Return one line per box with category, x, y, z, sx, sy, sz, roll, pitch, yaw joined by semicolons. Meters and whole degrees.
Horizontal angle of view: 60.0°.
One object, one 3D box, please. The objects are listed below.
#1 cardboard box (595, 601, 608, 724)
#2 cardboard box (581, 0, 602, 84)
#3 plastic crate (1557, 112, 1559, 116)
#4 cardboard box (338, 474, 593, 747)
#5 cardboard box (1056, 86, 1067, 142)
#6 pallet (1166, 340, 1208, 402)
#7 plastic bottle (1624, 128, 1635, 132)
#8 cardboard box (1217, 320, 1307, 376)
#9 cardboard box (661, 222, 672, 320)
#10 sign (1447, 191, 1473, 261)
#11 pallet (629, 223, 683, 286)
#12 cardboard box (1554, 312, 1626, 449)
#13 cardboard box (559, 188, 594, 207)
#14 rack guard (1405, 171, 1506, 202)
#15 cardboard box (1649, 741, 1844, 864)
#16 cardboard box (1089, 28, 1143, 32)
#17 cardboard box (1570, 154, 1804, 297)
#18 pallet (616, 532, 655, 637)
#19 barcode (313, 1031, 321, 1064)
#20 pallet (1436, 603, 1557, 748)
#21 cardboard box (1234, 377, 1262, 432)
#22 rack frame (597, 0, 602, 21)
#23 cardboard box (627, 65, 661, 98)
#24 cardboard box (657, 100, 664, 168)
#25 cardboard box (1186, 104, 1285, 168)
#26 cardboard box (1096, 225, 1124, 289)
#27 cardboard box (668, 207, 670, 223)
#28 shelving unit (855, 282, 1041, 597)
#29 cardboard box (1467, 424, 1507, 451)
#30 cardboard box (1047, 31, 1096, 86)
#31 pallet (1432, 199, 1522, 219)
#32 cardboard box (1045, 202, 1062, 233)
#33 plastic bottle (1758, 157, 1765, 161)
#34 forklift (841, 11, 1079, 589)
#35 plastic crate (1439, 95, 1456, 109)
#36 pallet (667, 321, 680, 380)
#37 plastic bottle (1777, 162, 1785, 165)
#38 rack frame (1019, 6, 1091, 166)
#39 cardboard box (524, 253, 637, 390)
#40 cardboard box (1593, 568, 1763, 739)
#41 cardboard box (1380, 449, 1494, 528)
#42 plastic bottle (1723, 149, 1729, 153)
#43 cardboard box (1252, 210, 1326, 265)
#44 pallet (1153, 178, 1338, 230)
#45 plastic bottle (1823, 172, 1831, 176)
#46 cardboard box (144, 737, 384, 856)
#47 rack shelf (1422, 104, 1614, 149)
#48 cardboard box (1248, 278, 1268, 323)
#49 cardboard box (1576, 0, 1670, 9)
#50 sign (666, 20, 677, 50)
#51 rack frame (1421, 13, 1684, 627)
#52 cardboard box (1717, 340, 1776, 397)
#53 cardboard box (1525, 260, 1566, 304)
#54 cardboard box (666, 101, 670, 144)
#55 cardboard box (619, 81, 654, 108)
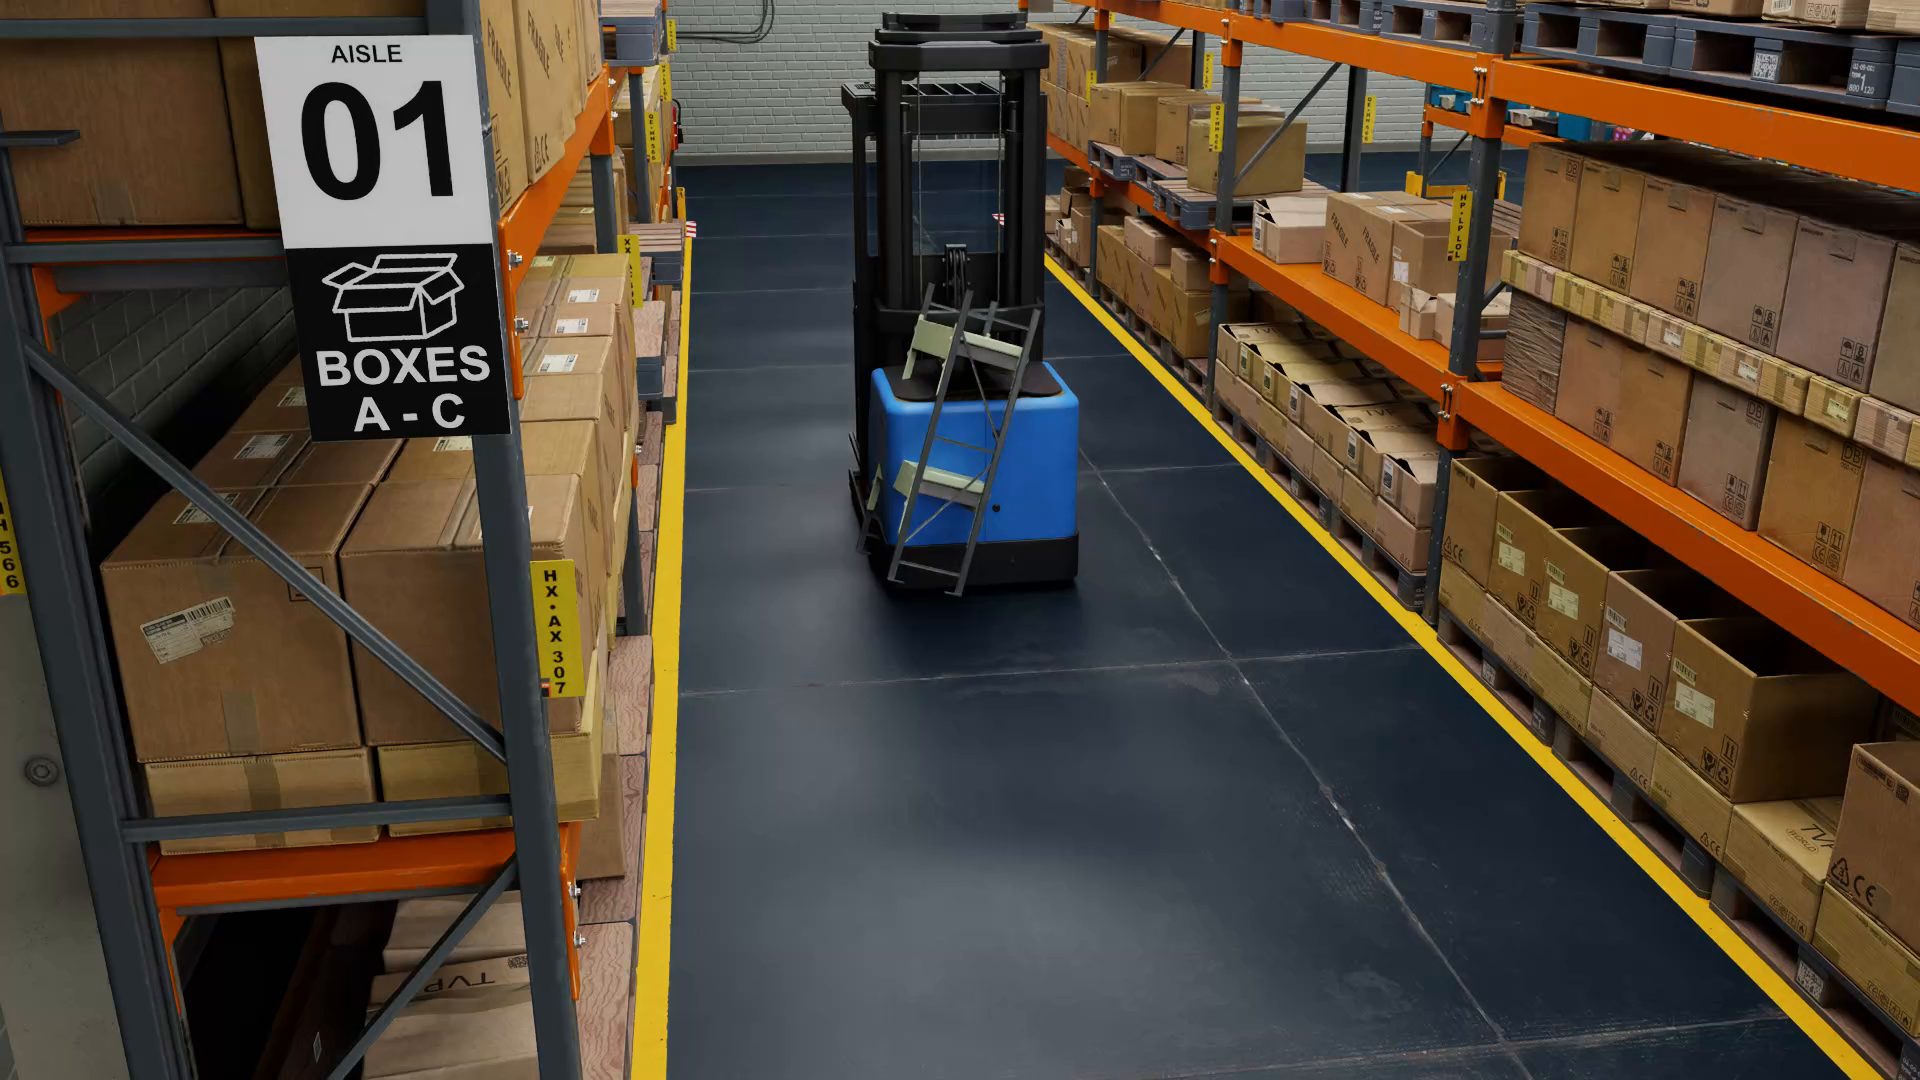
cardboard box;-1.271;0.328;4.738;0.500;0.250;0.500;-4;21;-9
cardboard box;-1.685;-2.052;6.466;0.500;0.500;0.500;-2;21;-6
plastic crate;6.610;-4.534;17.653;0.437;0.282;0.530;-3;21;-8
cardboard box;-1.197;0.160;4.115;0.500;0.500;0.500;-3;21;-8
cardboard box;1.268;-4.338;16.902;0.500;0.500;0.500;-2;21;-7
pallet;2.252;-1.344;13.014;1.003;0.211;1.213;-3;21;-8
plastic bottle;6.384;-3.848;15.803;0.144;0.351;0.185;-3;21;-8
cardboard box;2.107;-1.365;11.613;0.500;0.311;0.500;-2;21;-6
cardboard box;-2.802;-2.188;13.759;0.750;0.750;0.750;-2;21;-6
sign;2.363;-1.480;7.850;0.100;0.325;0.005;-3;21;-8
pallet;-2.371;-1.808;10.544;1.213;0.211;1.003;-3;21;-8
cardboard box;3.052;-0.717;7.205;0.700;0.500;0.500;-3;21;-8
cardboard box;-2.241;-1.605;8.956;0.700;0.500;0.500;0;20;0
rack guard;6.055;-4.245;20.368;1.175;0.500;0.348;-3;21;-8
cardboard box;2.948;0.955;6.203;0.500;0.250;0.500;-3;21;-8
cardboard box;1.659;-5.181;17.729;0.500;0.500;0.500;-2;21;-6
cardboard box;3.043;-1.332;6.998;0.700;0.500;0.500;-3;21;-8
pallet;-2.116;0.283;8.658;1.003;0.211;1.213;-3;21;-8
barcode;-1.835;1.450;4.749;0.001;0.075;0.075;-3;21;-8
pallet;2.972;0.578;7.866;1.003;0.211;1.213;-3;21;-8
cardboard box;2.181;-0.929;11.245;0.500;0.250;0.500;-3;21;-9
rack frame;-2.002;-3.565;6.399;1.000;3.000;0.127;-3;21;-8
cardboard box;-2.835;-3.922;14.262;0.500;0.250;0.500;-2;21;-6
cardboard box;-2.756;-3.396;13.926;0.500;0.500;0.500;-3;21;-7
cardboard box;2.177;-3.173;13.180;0.700;0.500;0.500;1;20;2
cardboard box;1.574;-2.631;15.416;0.500;0.500;0.500;-4;21;-10
cardboard box;-3.303;-3.166;16.878;0.700;0.500;0.500;-2;21;-6
shelving unit;-0.082;-0.544;8.683;0.431;1.500;0.755;13;7;-18
cardboard box;3.019;-0.506;9.312;0.500;0.311;0.500;-3;21;-8
cardboard box;1.196;-4.979;17.187;0.500;0.500;0.500;-3;21;-8
pallet;6.152;-3.815;19.629;1.003;0.211;1.213;-3;21;-8
cardboard box;1.111;-3.529;18.180;0.500;0.250;0.500;-3;21;-8
plastic bottle;7.082;-3.403;14.723;0.097;0.271;0.097;0;20;0
forklift;-0.096;-1.591;9.787;1.130;2.935;3.031;-3;21;-8
plastic crate;5.746;-5.096;19.364;0.250;0.136;0.298;-3;21;-8
pallet;-2.791;-1.531;13.514;1.003;0.211;1.213;-3;21;-8
plastic bottle;6.656;-2.953;13.518;0.097;0.271;0.097;0;20;0
rack frame;1.169;-5.160;19.245;1.000;3.000;0.127;-3;21;-8
cardboard box;-1.628;-0.897;6.943;0.500;0.500;0.500;-3;21;-8
cardboard box;2.874;0.430;6.535;0.500;0.500;0.500;-3;21;-8
cardboard box;2.557;-0.302;8.767;0.500;0.311;0.500;-3;21;-8
plastic bottle;6.533;-3.209;14.187;0.061;0.283;0.133;-3;21;-8
cardboard box;2.260;-2.029;10.989;0.500;0.311;0.500;-3;21;-8
pallet;2.155;-2.532;12.481;1.213;0.211;1.003;-3;21;-8
plastic bottle;7.361;-3.153;14.037;0.061;0.283;0.133;-3;21;-8
cardboard box;-1.685;0.540;4.170;0.500;0.250;0.500;-3;21;-7
rack shelf;6.360;-4.379;18.182;1.077;0.370;4.000;-3;21;-8
cardboard box;2.459;-1.778;13.134;0.500;0.500;0.500;-4;21;-10
cardboard box;2.789;-2.256;6.511;0.500;0.311;0.500;-4;21;-11
sign;-3.193;-5.585;18.389;0.100;0.325;0.005;-3;21;-8
rack frame;2.899;-1.005;8.121;1.000;3.000;0.127;-3;21;-8
cardboard box;3.006;-0.631;6.048;0.380;0.149;0.250;-3;21;-8
cardboard box;2.782;-1.166;7.482;0.380;0.149;0.250;-3;21;-7
cardboard box;-3.432;-4.358;16.668;0.980;0.700;0.700;-4;21;-10
cardboard box;-2.623;-3.392;12.841;0.500;0.250;0.500;-3;21;-9
